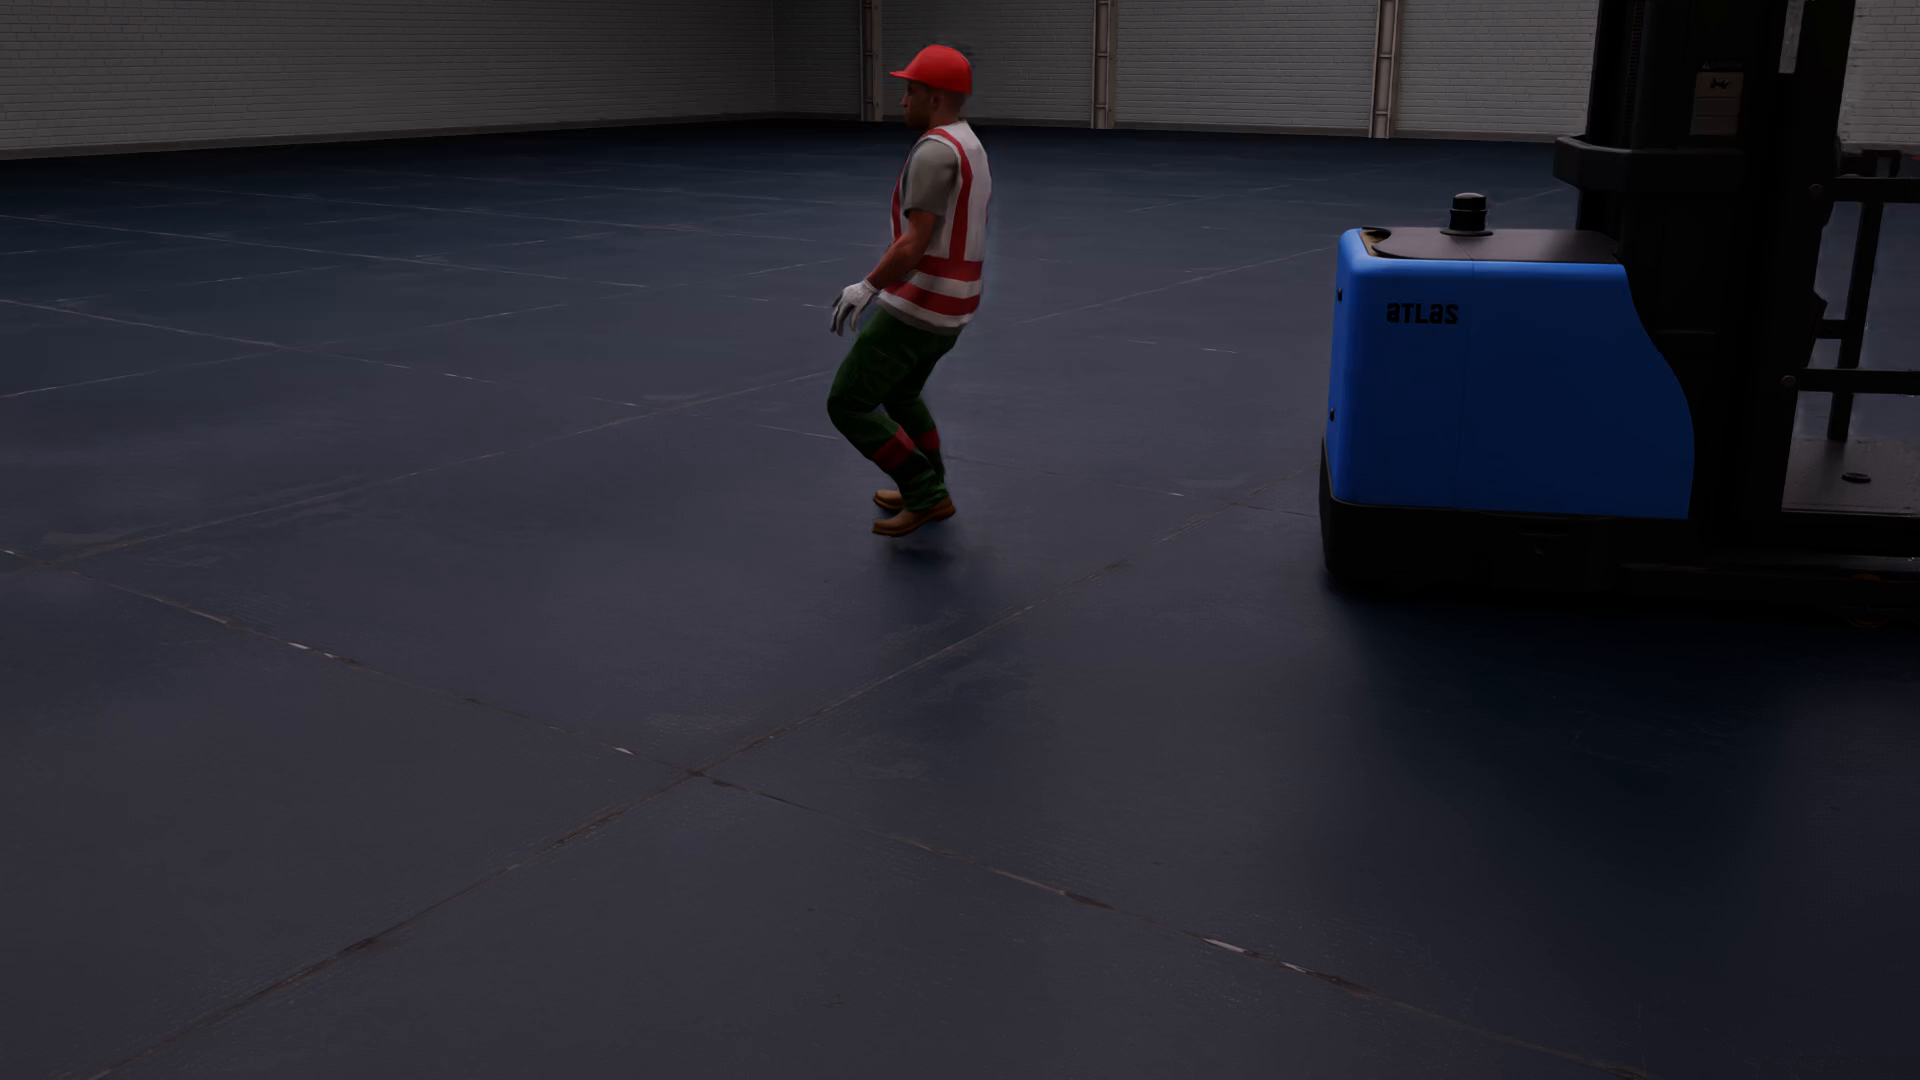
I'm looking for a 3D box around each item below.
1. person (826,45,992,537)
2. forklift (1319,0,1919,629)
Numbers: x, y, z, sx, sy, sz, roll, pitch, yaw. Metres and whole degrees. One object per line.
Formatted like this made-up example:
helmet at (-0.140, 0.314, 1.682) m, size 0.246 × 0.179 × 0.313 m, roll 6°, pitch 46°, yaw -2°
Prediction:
person at (-0.164, -0.828, 5.763) m, size 0.546 × 1.700 × 0.816 m, roll 5°, pitch 17°, yaw 17°
forklift at (2.755, -1.290, 5.146) m, size 3.031 × 2.935 × 1.130 m, roll 3°, pitch 17°, yaw 10°
